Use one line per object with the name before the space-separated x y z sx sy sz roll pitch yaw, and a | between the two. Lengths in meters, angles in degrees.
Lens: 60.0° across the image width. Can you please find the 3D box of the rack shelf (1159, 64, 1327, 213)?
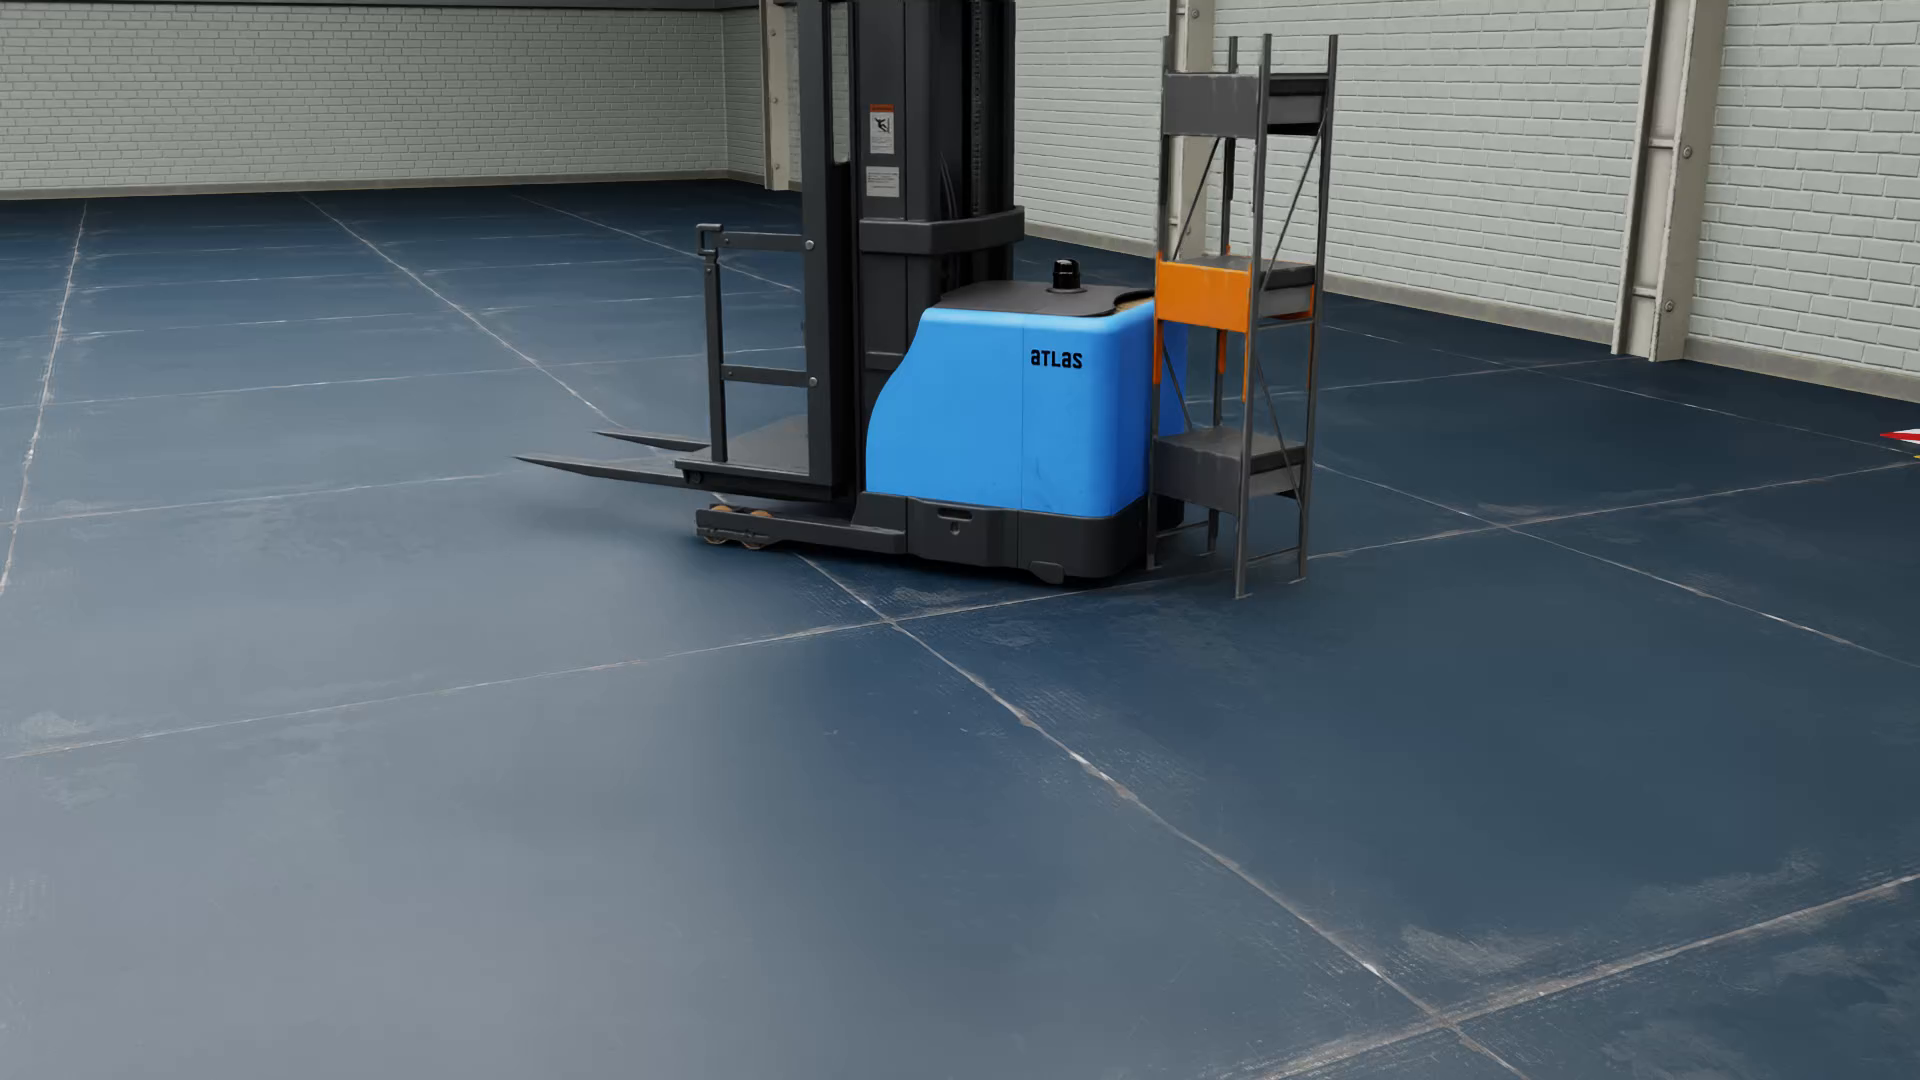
rack shelf | 1.073 -1.522 6.258 0.431 0.518 0.480 -13 20 -37

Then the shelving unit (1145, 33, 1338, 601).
shelving unit | 1.073 -0.862 6.447 0.431 2.100 0.503 -13 20 -37

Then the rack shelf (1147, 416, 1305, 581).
rack shelf | 1.073 -0.176 6.644 0.431 0.518 0.480 -13 20 -37

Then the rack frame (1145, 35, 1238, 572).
rack frame | 0.919 -0.914 6.630 0.400 2.100 0.015 -13 20 -37

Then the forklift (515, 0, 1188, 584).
forklift | -0.577 -1.490 7.128 3.031 2.935 1.130 7 18 24

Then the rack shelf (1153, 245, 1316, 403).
rack shelf | 1.073 -0.849 6.451 0.431 0.518 0.480 -13 20 -37

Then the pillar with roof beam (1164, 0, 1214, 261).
pillar with roof beam | -1.613 -6.602 13.942 9.100 9.000 0.400 -8 18 -25

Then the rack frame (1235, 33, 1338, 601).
rack frame | 1.226 -0.809 6.265 0.400 2.100 0.015 -13 20 -37

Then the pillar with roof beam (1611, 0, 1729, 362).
pillar with roof beam | 1.016 -5.114 8.758 9.100 9.000 0.400 -8 18 -25

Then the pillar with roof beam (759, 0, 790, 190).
pillar with roof beam | -6.870 -9.577 24.311 9.100 9.000 0.400 -8 18 -25
